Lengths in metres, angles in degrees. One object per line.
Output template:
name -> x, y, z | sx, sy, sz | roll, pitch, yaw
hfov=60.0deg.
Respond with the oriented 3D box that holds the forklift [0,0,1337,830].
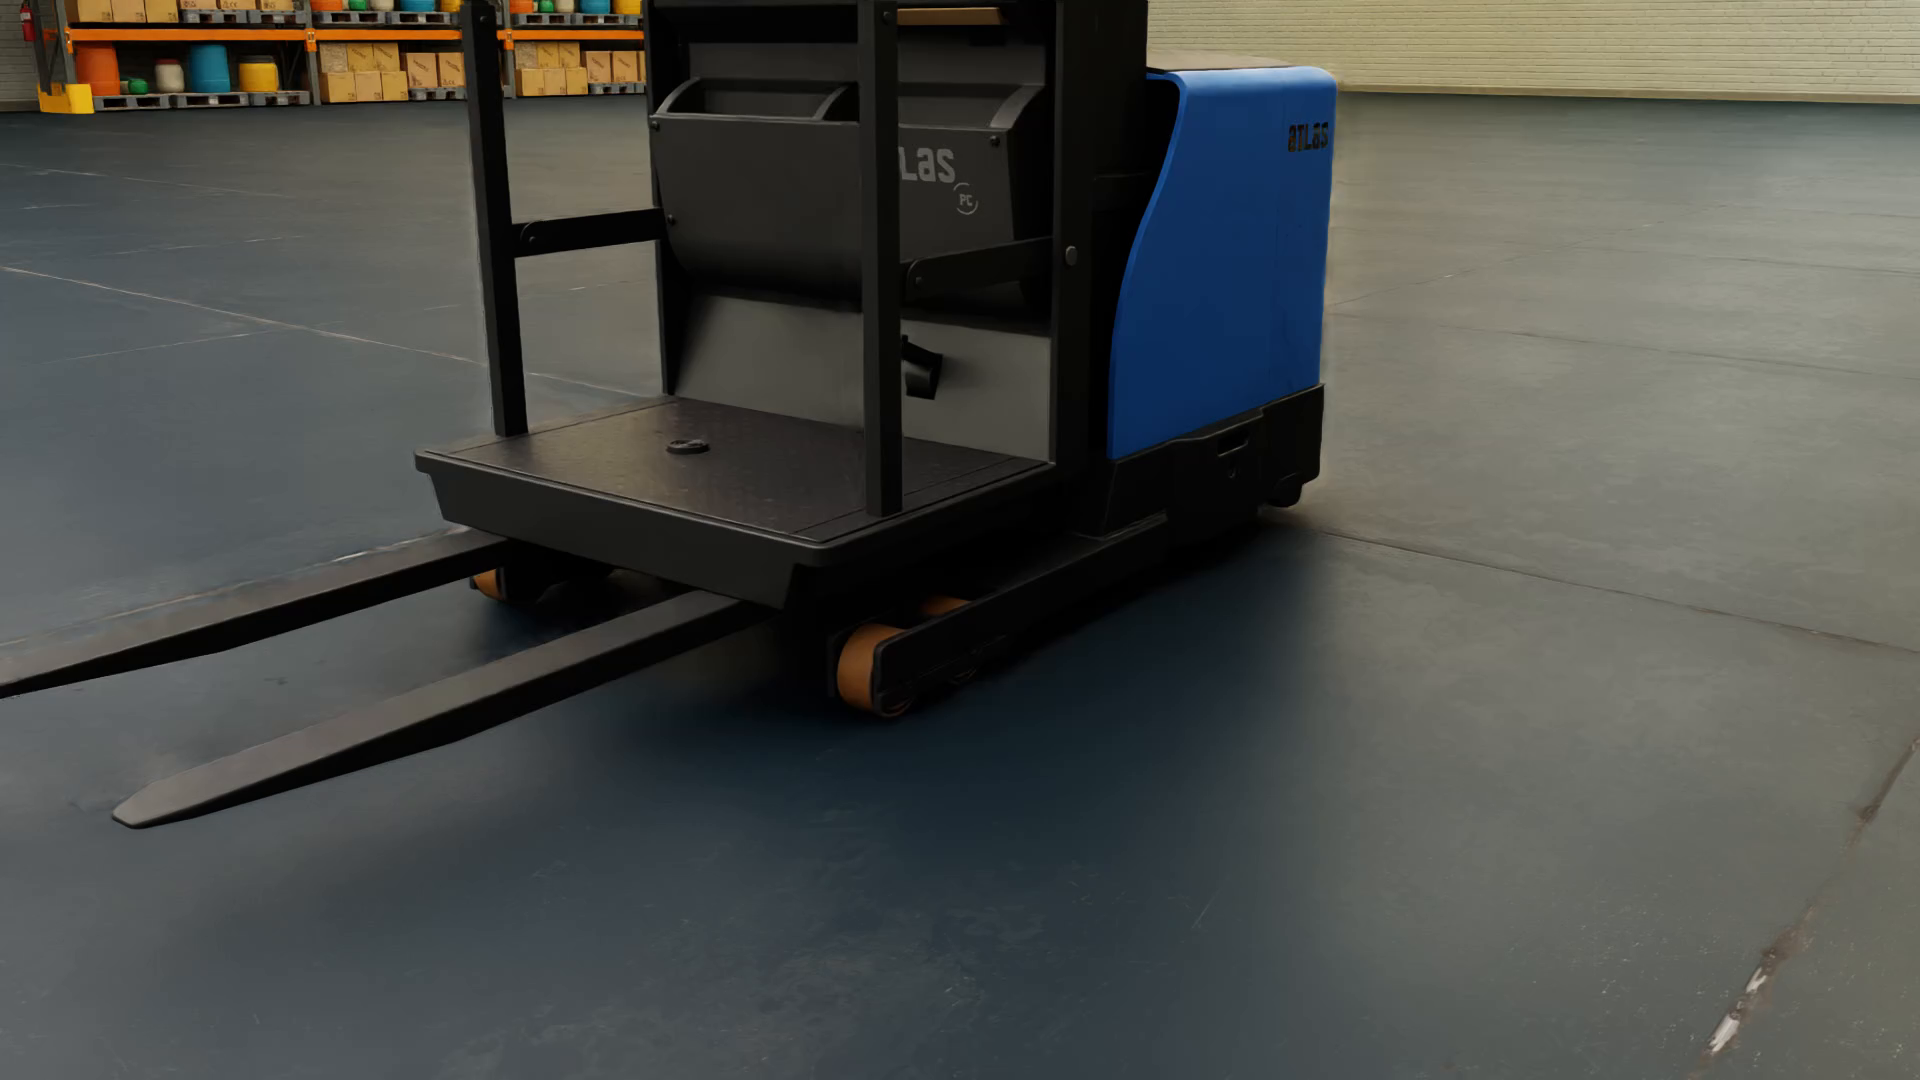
forklift -> -0.368, -1.251, 3.016 | 1.130, 2.935, 3.031 | 12, 21, 35
